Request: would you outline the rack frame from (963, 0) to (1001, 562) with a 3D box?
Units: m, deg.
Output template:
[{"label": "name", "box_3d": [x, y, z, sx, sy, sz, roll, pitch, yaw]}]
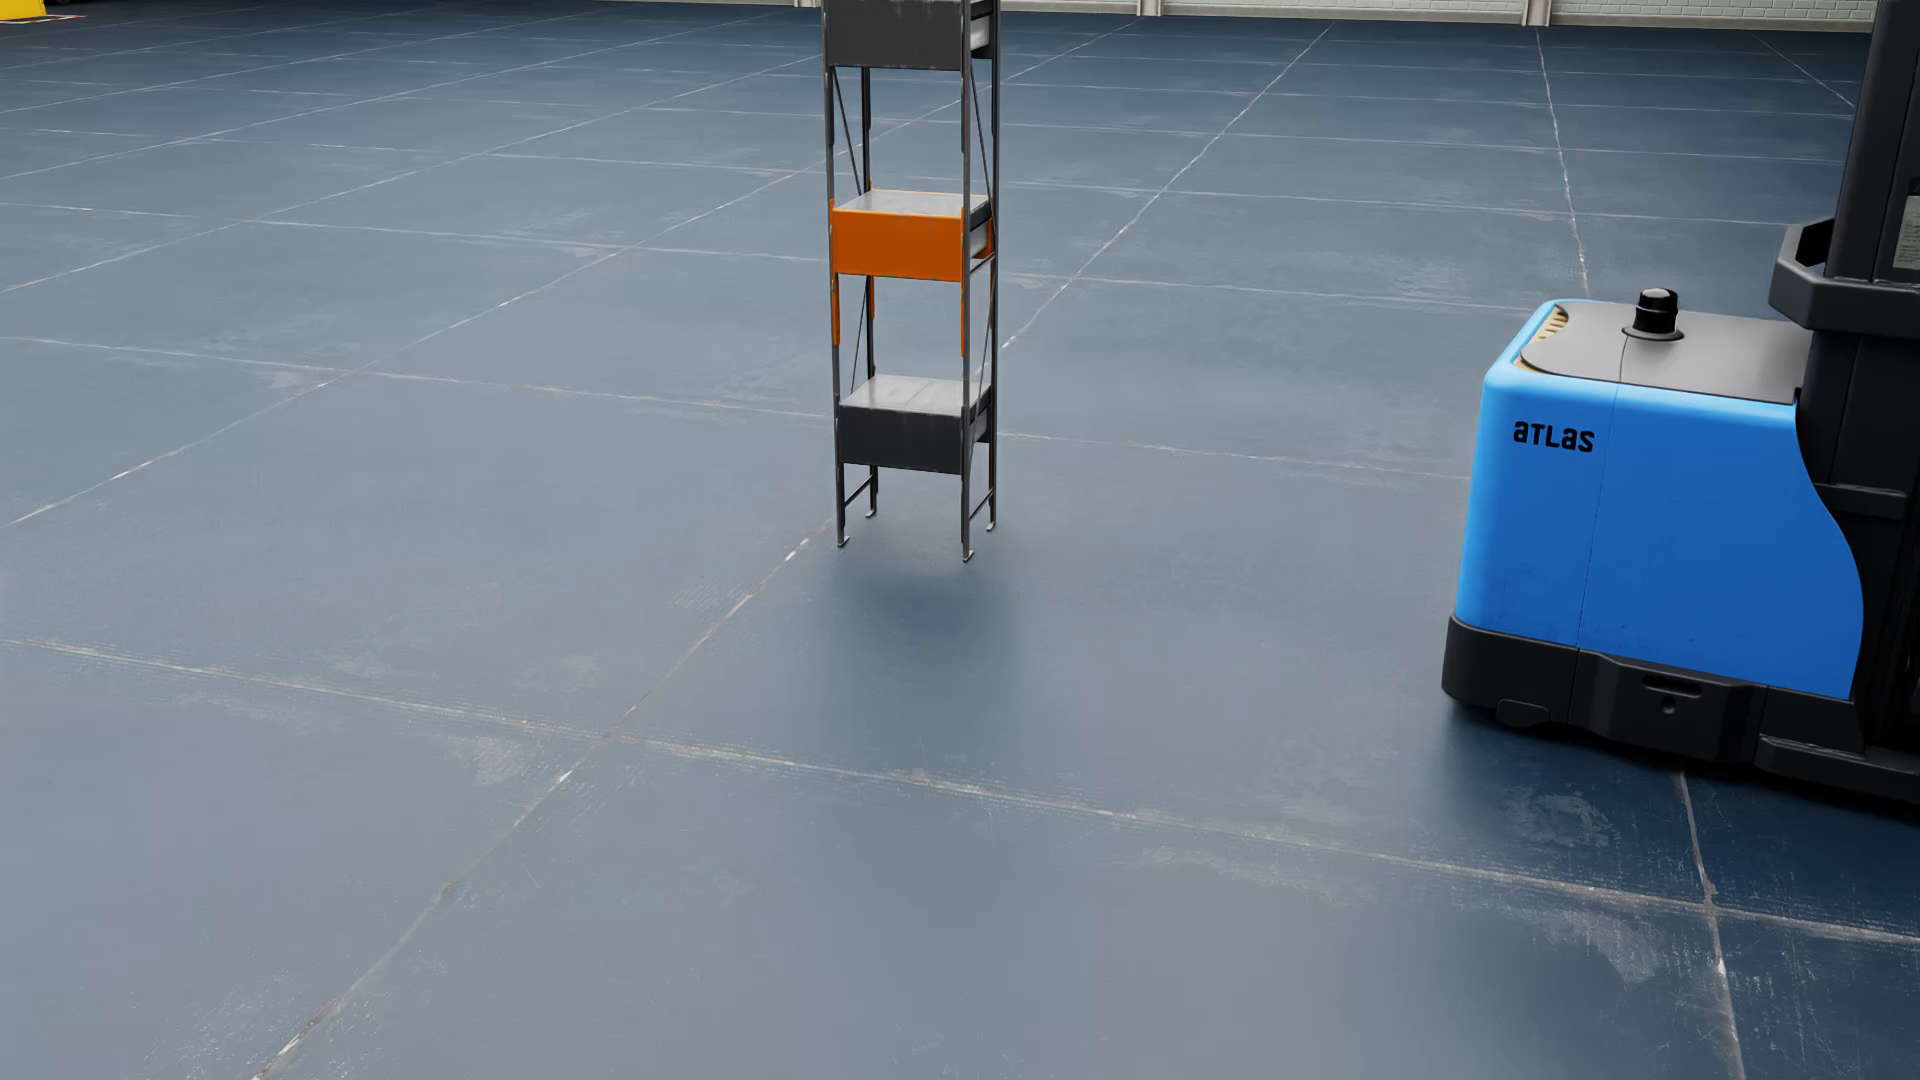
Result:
[{"label": "rack frame", "box_3d": [0.075, -0.963, 5.851, 0.015, 2.100, 0.400, 7, 23, 16]}]

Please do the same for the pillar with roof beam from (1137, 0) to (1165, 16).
[{"label": "pillar with roof beam", "box_3d": [1.873, -11.192, 21.696, 0.400, 9.000, 9.100, 7, 23, 16]}]

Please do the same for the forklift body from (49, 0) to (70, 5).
[{"label": "forklift body", "box_3d": [-16.052, -10.702, 29.526, 1.214, 2.155, 2.313, 7, 23, 16]}]

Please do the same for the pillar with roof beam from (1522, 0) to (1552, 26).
[{"label": "pillar with roof beam", "box_3d": [7.617, -10.534, 20.093, 0.400, 9.000, 9.100, 7, 23, 16]}]

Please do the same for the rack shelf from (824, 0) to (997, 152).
[{"label": "rack shelf", "box_3d": [-0.158, -1.625, 5.655, 0.480, 0.518, 0.431, 7, 23, 16]}]

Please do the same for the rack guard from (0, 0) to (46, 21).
[{"label": "rack guard", "box_3d": [-15.213, -8.598, 26.571, 0.348, 0.500, 1.175, 7, 23, 16]}]

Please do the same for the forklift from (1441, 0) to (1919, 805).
[{"label": "forklift", "box_3d": [2.995, -0.734, 4.197, 3.031, 2.935, 1.130, 11, 25, 25]}]

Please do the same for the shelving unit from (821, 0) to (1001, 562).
[{"label": "shelving unit", "box_3d": [-0.158, -0.990, 5.916, 0.503, 2.100, 0.431, 7, 23, 16]}]

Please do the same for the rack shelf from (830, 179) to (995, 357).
[{"label": "rack shelf", "box_3d": [-0.158, -0.977, 5.921, 0.480, 0.518, 0.431, 7, 23, 16]}]

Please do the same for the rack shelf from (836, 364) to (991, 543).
[{"label": "rack shelf", "box_3d": [-0.158, -0.329, 6.187, 0.480, 0.518, 0.431, 7, 23, 16]}]

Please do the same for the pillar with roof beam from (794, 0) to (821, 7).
[{"label": "pillar with roof beam", "box_3d": [-3.871, -11.849, 23.300, 0.400, 9.000, 9.100, 7, 23, 16]}]

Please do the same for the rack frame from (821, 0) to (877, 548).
[{"label": "rack frame", "box_3d": [-0.392, -1.016, 5.981, 0.015, 2.100, 0.400, 7, 23, 16]}]
